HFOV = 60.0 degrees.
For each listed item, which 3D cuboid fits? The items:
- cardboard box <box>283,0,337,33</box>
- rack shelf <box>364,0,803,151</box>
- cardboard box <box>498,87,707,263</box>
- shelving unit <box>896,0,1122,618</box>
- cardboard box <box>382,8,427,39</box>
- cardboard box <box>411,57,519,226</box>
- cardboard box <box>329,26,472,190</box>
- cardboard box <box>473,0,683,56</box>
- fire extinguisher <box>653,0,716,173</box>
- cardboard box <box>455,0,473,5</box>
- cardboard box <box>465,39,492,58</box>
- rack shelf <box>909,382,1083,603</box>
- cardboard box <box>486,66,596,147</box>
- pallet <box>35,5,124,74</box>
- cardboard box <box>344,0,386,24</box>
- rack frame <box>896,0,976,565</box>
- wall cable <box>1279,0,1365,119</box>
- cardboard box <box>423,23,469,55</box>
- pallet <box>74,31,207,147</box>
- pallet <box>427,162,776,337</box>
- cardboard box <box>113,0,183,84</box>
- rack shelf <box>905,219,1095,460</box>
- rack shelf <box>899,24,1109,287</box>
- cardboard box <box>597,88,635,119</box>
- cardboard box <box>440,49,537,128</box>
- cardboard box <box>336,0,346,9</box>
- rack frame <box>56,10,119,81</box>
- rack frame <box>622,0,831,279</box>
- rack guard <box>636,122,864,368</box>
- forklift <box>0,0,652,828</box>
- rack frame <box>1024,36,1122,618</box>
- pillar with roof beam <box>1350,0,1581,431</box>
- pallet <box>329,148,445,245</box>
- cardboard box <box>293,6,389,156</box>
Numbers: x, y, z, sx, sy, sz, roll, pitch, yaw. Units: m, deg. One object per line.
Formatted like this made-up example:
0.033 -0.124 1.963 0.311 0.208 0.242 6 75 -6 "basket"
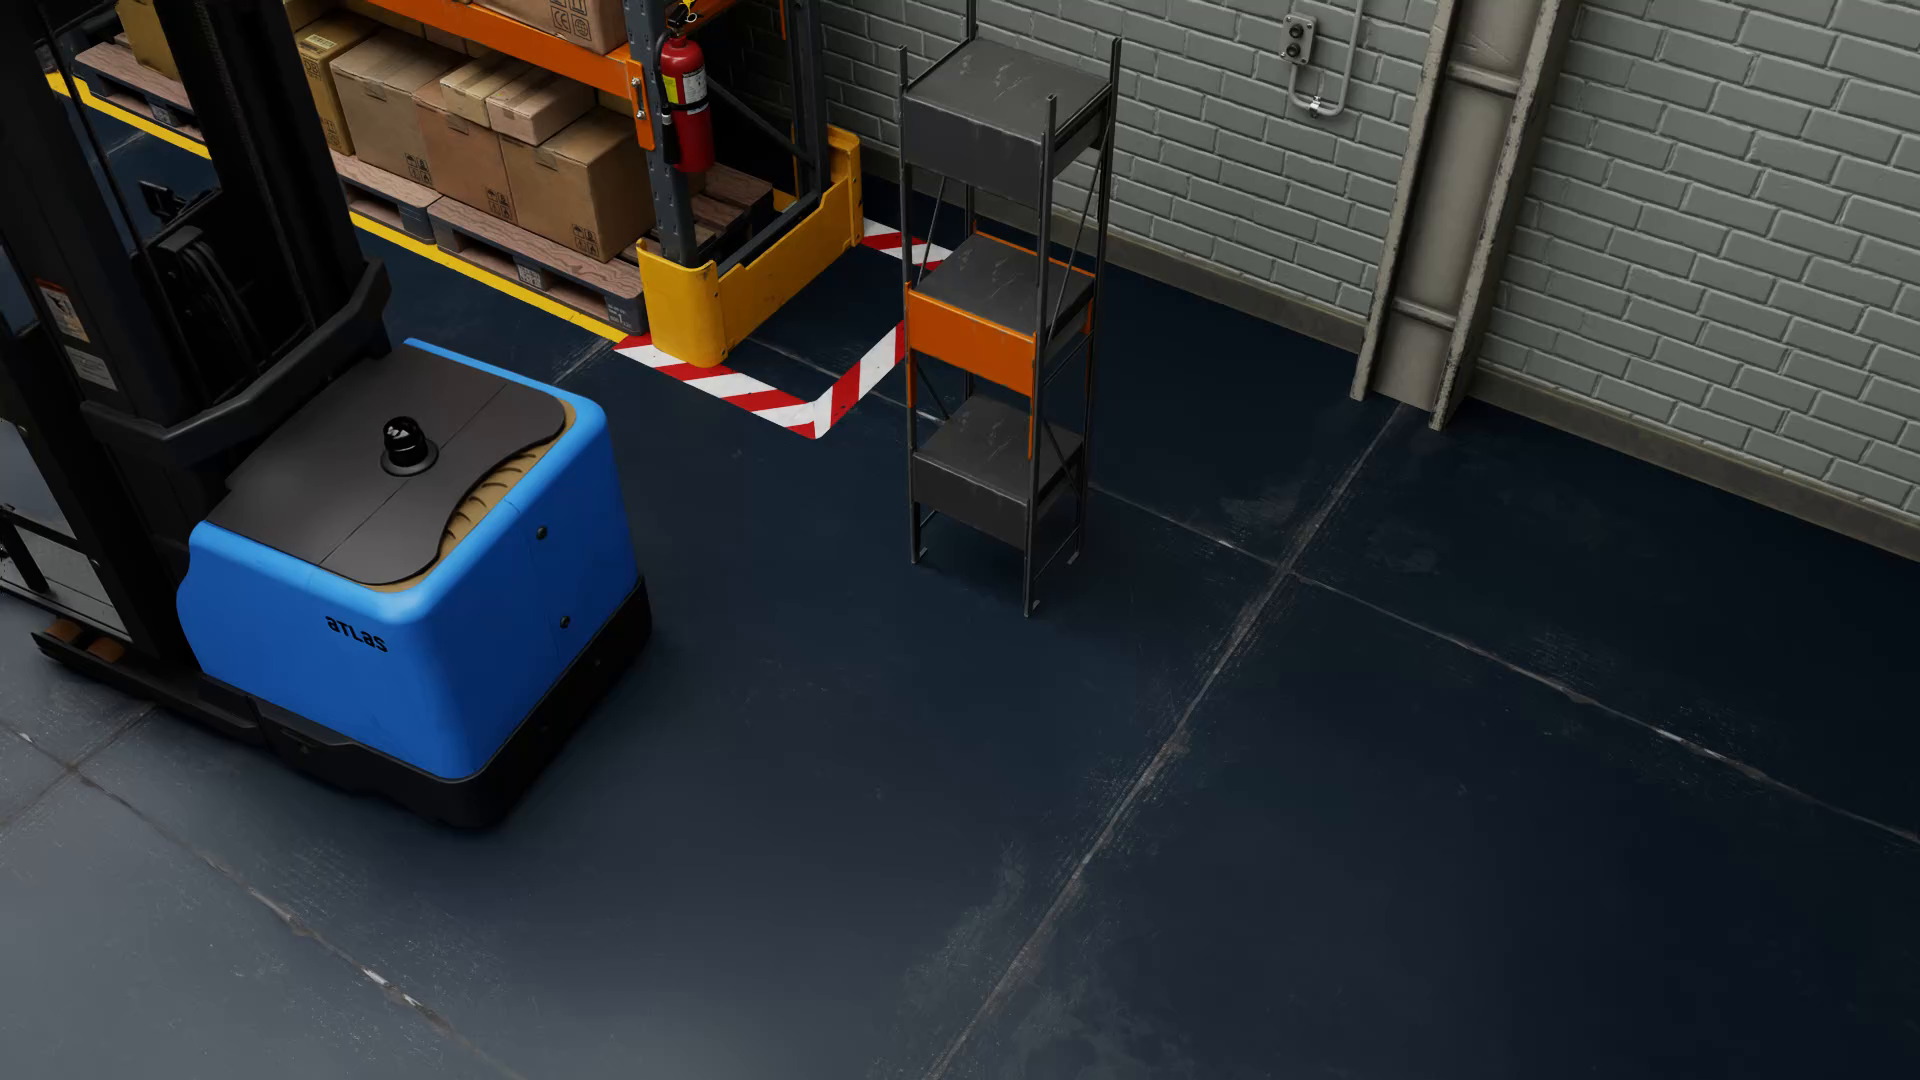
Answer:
-3.057 -2.427 7.514 0.250 0.149 0.380 23 50 21 "cardboard box"
-2.577 -2.696 7.280 4.000 0.370 1.077 25 51 22 "rack shelf"
-1.536 -1.659 7.220 0.500 0.500 0.700 25 51 22 "cardboard box"
0.139 -0.668 5.435 0.503 2.100 0.431 25 51 22 "shelving unit"
-2.391 -2.447 7.534 0.250 0.149 0.380 25 51 22 "cardboard box"
-1.958 -1.852 7.409 0.500 0.500 0.700 25 51 22 "cardboard box"
-2.381 -2.047 7.597 0.500 0.500 0.700 23 50 21 "cardboard box"
-1.328 -2.469 6.348 0.700 0.700 0.980 27 52 24 "cardboard box"
-1.015 -1.679 6.104 0.183 0.674 0.296 25 51 22 "fire extinguisher"
-1.946 -2.744 6.615 0.700 0.700 0.980 24 51 22 "cardboard box"
-1.960 -2.250 7.343 0.250 0.149 0.380 25 51 22 "cardboard box"
0.139 -0.170 5.946 0.480 0.518 0.431 25 51 22 "rack shelf"
-1.743 -1.824 6.929 0.250 0.149 0.380 24 51 22 "cardboard box"
-4.950 -3.003 9.021 1.213 0.211 1.003 25 51 22 "pallet"
-2.604 -2.545 7.629 0.250 0.149 0.380 24 50 21 "cardboard box"
-0.066 -0.762 5.526 0.015 2.100 0.400 25 51 22 "rack frame"
0.695 -2.602 5.979 1.851 1.984 0.084 25 51 22 "wall cable"
-2.175 -2.348 7.438 0.250 0.149 0.380 25 51 23 "cardboard box"
-3.662 -2.408 8.443 1.213 0.211 1.003 25 51 22 "pallet"
-1.608 -1.463 7.525 1.213 0.211 1.003 25 51 22 "pallet"
-3.686 -2.645 8.179 0.500 0.500 0.700 25 51 23 "cardboard box"
0.139 -0.658 5.444 0.480 0.518 0.431 25 51 22 "rack shelf"
0.139 -1.146 4.942 0.480 0.518 0.431 25 51 22 "rack shelf"
-1.323 -1.957 7.058 0.250 0.149 0.380 25 51 22 "cardboard box"
-1.958 -1.923 7.025 0.250 0.149 0.380 26 51 23 "cardboard box"
-2.822 -2.645 7.726 0.250 0.149 0.380 25 51 22 "cardboard box"
-4.260 -3.721 7.775 0.127 3.000 1.000 25 51 22 "rack frame"
-0.893 -2.173 6.270 0.127 3.000 1.000 25 51 22 "rack frame"
-0.873 -1.292 7.157 0.348 0.500 1.175 25 51 22 "rack guard"
-2.641 -0.846 5.028 3.031 2.935 1.130 19 49 18 "forklift"
0.345 -0.573 5.343 0.015 2.100 0.400 25 51 22 "rack frame"
-0.478 -1.141 1.084 0.400 9.000 9.100 25 51 22 "pillar with roof beam"
-2.631 -1.936 7.984 1.213 0.211 1.003 25 51 22 "pallet"
-2.834 -2.249 7.794 0.500 0.500 0.700 26 51 23 "cardboard box"
